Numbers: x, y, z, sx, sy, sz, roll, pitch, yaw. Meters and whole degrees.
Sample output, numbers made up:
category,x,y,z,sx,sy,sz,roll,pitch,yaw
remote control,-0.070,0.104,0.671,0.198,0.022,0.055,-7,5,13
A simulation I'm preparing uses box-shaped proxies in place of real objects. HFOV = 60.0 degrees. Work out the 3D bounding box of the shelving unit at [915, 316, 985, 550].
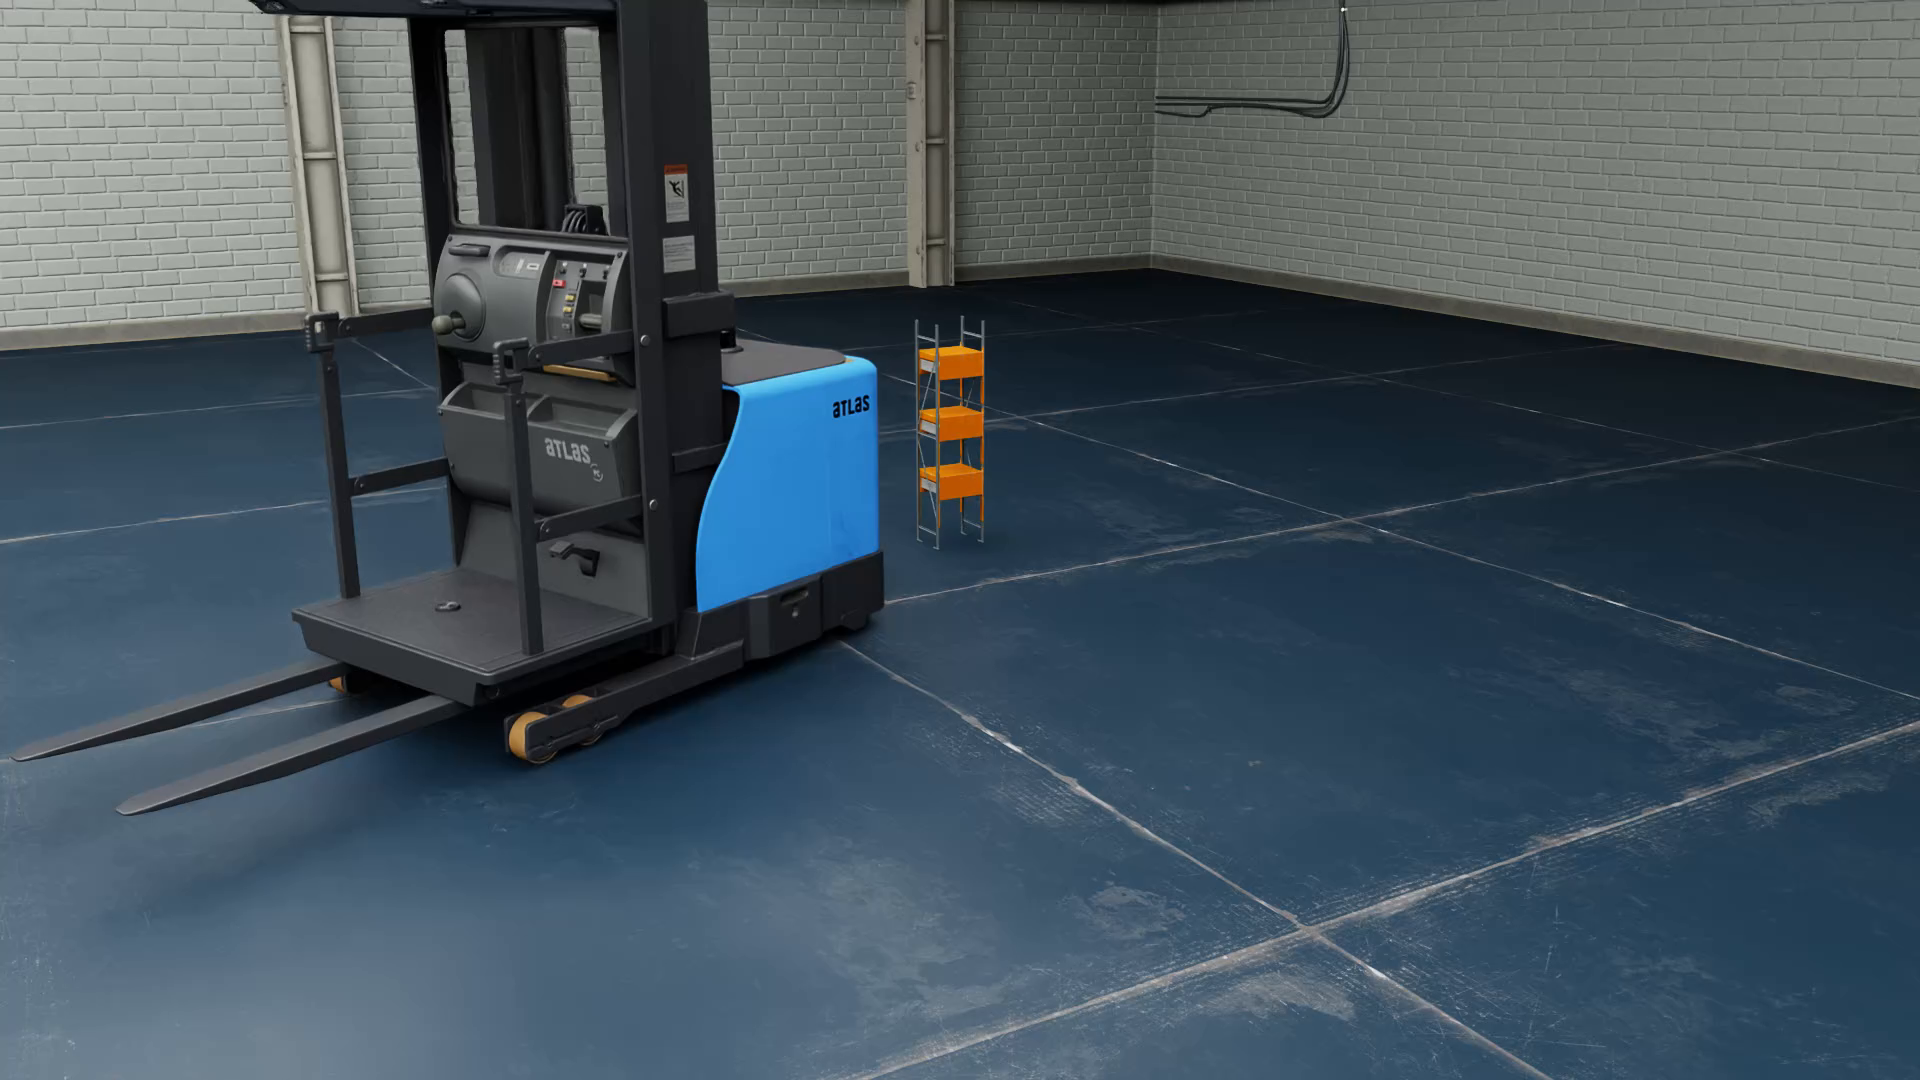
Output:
category,x,y,z,sx,sy,sz,roll,pitch,yaw
shelving unit,-0.046,-0.498,7.742,0.252,1.050,0.215,-9,18,-30

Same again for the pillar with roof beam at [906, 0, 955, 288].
category,x,y,z,sx,sy,sz,roll,pitch,yaw
pillar with roof beam,1.917,-6.011,12.681,0.400,9.000,9.100,-9,18,-30

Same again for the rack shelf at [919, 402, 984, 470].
category,x,y,z,sx,sy,sz,roll,pitch,yaw
rack shelf,-0.046,-0.488,7.744,0.240,0.259,0.215,-9,18,-30

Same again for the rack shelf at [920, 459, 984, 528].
category,x,y,z,sx,sy,sz,roll,pitch,yaw
rack shelf,-0.046,-0.220,7.819,0.240,0.259,0.215,-9,18,-30

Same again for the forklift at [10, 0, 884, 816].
category,x,y,z,sx,sy,sz,roll,pitch,yaw
forklift,-1.593,-0.841,5.478,1.130,2.935,3.031,11,19,35

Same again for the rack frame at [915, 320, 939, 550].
category,x,y,z,sx,sy,sz,roll,pitch,yaw
rack frame,-0.150,-0.481,7.681,0.008,1.050,0.200,-9,18,-30

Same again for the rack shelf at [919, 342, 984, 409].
category,x,y,z,sx,sy,sz,roll,pitch,yaw
rack shelf,-0.046,-0.761,7.668,0.240,0.259,0.215,-9,18,-30

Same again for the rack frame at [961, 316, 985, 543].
category,x,y,z,sx,sy,sz,roll,pitch,yaw
rack frame,0.059,-0.515,7.802,0.008,1.050,0.200,-9,18,-30

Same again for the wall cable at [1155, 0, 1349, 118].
category,x,y,z,sx,sy,sz,roll,pitch,yaw
wall cable,2.906,-5.615,17.023,0.112,2.526,3.097,-9,18,-30

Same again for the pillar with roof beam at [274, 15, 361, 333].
category,x,y,z,sx,sy,sz,roll,pitch,yaw
pillar with roof beam,-3.226,-5.177,9.706,0.400,9.000,9.100,-9,18,-30
